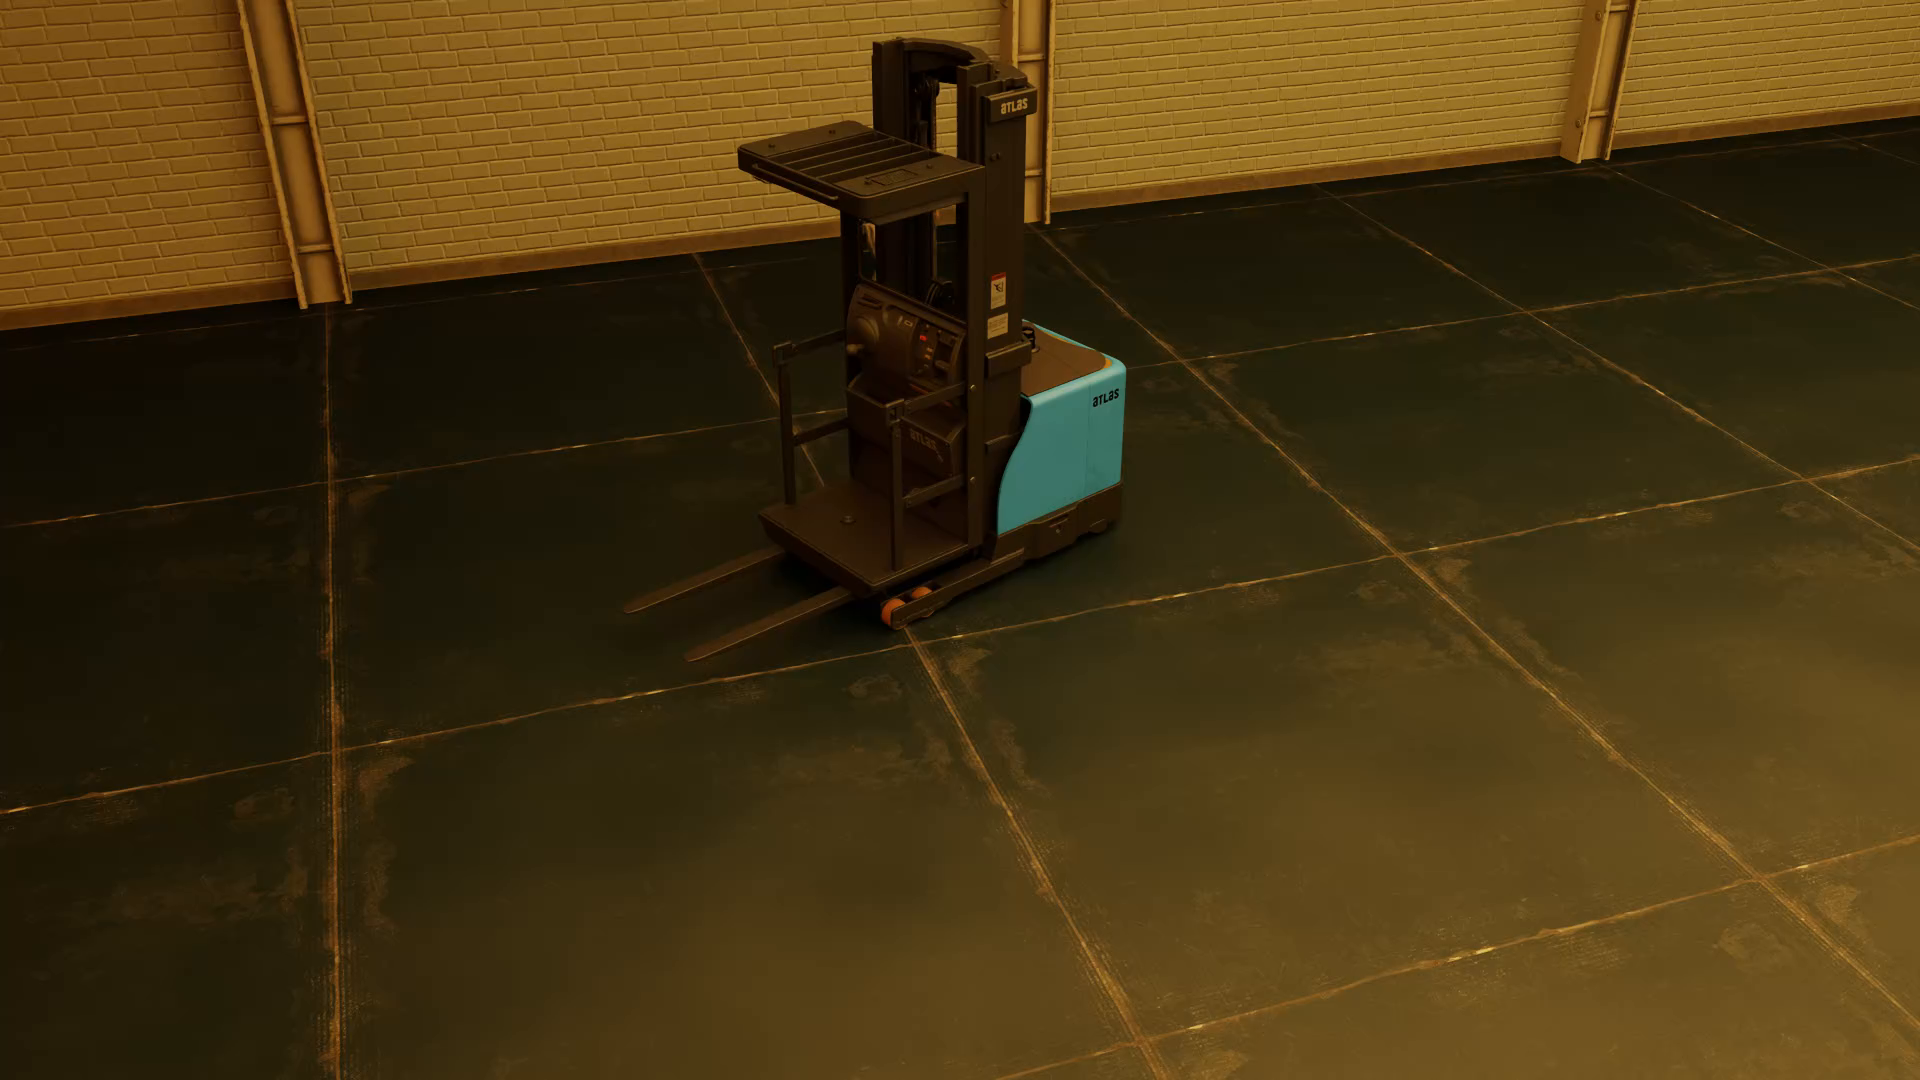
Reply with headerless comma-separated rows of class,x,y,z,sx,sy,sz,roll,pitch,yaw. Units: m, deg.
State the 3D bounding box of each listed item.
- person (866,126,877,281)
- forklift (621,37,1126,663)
person,-0.478,-2.439,12.491,0.528,1.771,0.766,-9,31,-16
forklift,-0.461,-1.072,8.951,3.031,2.935,1.130,-23,37,-34
